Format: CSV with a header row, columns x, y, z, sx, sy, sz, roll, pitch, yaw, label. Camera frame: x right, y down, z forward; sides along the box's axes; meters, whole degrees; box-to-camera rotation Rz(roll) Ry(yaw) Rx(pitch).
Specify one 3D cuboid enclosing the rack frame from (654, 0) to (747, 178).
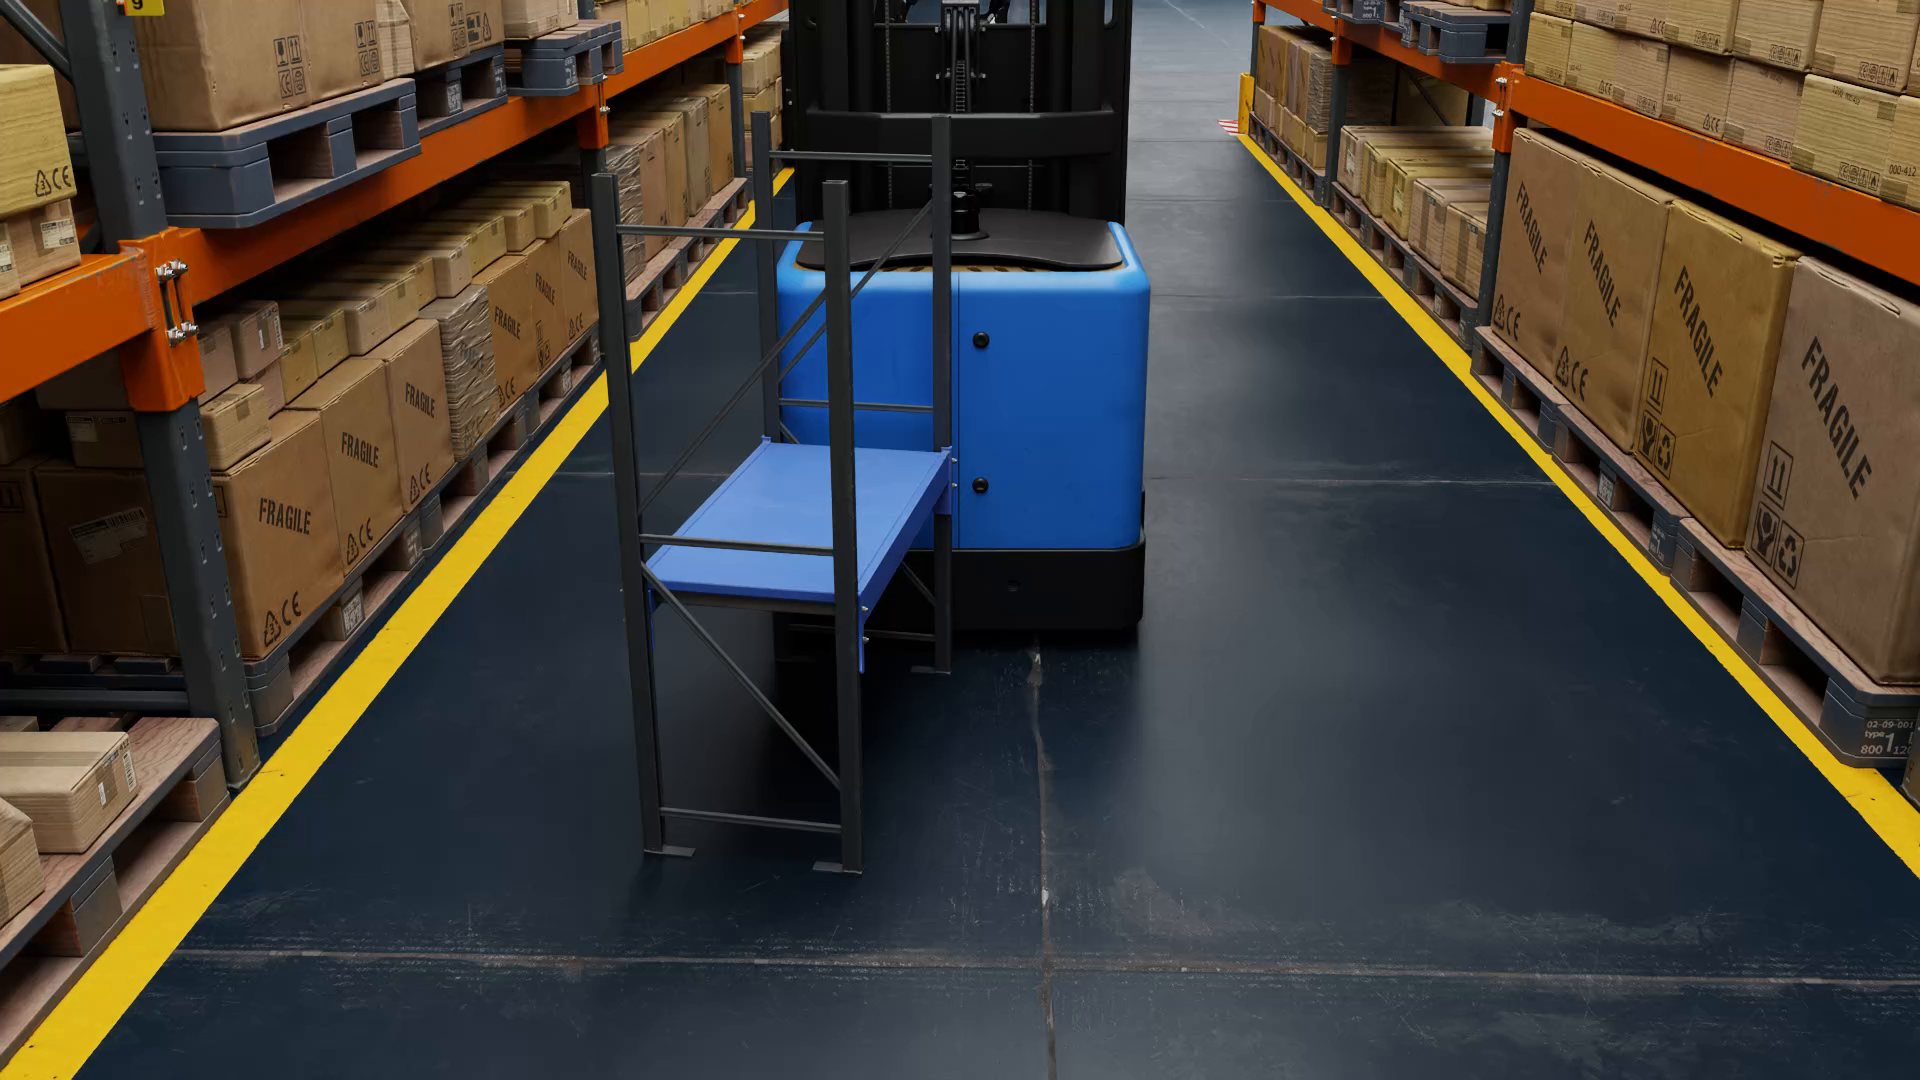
x,y,z,sx,sy,sz,roll,pitch,yaw,label
-1.973,-3.715,10.956,1.000,3.000,0.127,1,21,2,rack frame

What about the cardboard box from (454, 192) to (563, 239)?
x,y,z,sx,sy,sz,roll,pitch,yaw,label
-1.834,-1.321,6.765,0.380,0.149,0.250,0,21,-1,cardboard box

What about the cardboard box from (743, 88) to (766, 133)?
x,y,z,sx,sy,sz,roll,pitch,yaw,label
-1.650,-3.033,11.729,0.500,0.250,0.500,1,21,1,cardboard box

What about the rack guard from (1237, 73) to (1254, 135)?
x,y,z,sx,sy,sz,roll,pitch,yaw,label
3.107,-3.915,14.928,1.175,0.500,0.348,1,21,2,rack guard

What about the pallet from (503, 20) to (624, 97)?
x,y,z,sx,sy,sz,roll,pitch,yaw,label
-2.046,-1.933,6.630,1.213,0.211,1.003,1,21,2,pallet

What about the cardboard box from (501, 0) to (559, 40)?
x,y,z,sx,sy,sz,roll,pitch,yaw,label
-1.804,-2.009,6.188,0.500,0.250,0.500,0,21,-1,cardboard box

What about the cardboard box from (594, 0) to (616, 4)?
x,y,z,sx,sy,sz,roll,pitch,yaw,label
-1.812,-2.589,7.572,0.500,0.250,0.500,1,21,2,cardboard box

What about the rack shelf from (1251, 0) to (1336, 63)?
x,y,z,sx,sy,sz,roll,pitch,yaw,label
3.049,-4.049,12.813,1.077,0.370,4.000,1,21,2,rack shelf

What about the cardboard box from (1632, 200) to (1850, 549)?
x,y,z,sx,sy,sz,roll,pitch,yaw,label
2.703,-0.526,5.095,0.875,0.875,0.875,1,21,3,cardboard box

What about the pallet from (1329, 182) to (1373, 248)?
x,y,z,sx,sy,sz,roll,pitch,yaw,label
2.966,-2.080,10.598,1.003,0.211,1.213,1,21,2,pallet

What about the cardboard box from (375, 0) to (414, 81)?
x,y,z,sx,sy,sz,roll,pitch,yaw,label
-1.791,-1.454,4.734,0.396,0.266,0.258,2,21,4,cardboard box

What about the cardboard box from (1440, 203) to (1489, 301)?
x,y,z,sx,sy,sz,roll,pitch,yaw,label
2.894,-1.390,8.017,0.950,0.372,0.625,-1,21,-2,cardboard box

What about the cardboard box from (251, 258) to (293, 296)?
x,y,z,sx,sy,sz,roll,pitch,yaw,label
-2.459,-0.851,5.554,0.380,0.149,0.250,0,21,-1,cardboard box

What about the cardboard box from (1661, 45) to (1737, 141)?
x,y,z,sx,sy,sz,roll,pitch,yaw,label
2.569,-1.417,5.242,0.500,0.250,0.500,1,21,2,cardboard box

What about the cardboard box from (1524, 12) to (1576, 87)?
x,y,z,sx,sy,sz,roll,pitch,yaw,label
2.600,-1.971,6.670,0.500,0.250,0.500,0,21,1,cardboard box

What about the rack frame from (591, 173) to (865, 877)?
x,y,z,sx,sy,sz,roll,pitch,yaw,label
-0.458,0.014,3.419,0.500,1.500,0.032,4,22,10,rack frame

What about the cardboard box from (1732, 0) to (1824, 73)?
x,y,z,sx,sy,sz,roll,pitch,yaw,label
2.533,-1.462,4.668,0.500,0.250,0.500,1,21,3,cardboard box

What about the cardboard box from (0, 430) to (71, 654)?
x,y,z,sx,sy,sz,roll,pitch,yaw,label
-2.497,-0.034,4.344,0.500,0.500,0.500,1,21,1,cardboard box

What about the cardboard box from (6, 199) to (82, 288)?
x,y,z,sx,sy,sz,roll,pitch,yaw,label
-1.974,-0.587,3.243,0.380,0.149,0.250,1,21,2,cardboard box

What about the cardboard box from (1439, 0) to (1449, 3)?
x,y,z,sx,sy,sz,roll,pitch,yaw,label
2.556,-2.695,8.096,0.380,0.149,0.250,0,21,-1,cardboard box

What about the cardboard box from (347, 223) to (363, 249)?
x,y,z,sx,sy,sz,roll,pitch,yaw,label
-2.486,-1.132,6.279,0.380,0.149,0.250,0,21,-1,cardboard box

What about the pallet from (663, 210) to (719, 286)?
x,y,z,sx,sy,sz,roll,pitch,yaw,label
-1.991,-1.706,9.633,1.003,0.211,1.213,1,21,2,pallet

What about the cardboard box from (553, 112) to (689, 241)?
x,y,z,sx,sy,sz,roll,pitch,yaw,label
-2.030,-2.062,9.400,0.875,0.625,0.625,0,21,-1,cardboard box

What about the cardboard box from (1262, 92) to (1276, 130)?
x,y,z,sx,sy,sz,roll,pitch,yaw,label
2.786,-3.549,13.749,0.500,0.250,0.500,1,21,4,cardboard box

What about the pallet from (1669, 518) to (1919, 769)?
x,y,z,sx,sy,sz,roll,pitch,yaw,label
2.693,0.251,4.590,1.003,0.211,1.213,1,21,2,pallet

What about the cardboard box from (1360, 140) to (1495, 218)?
x,y,z,sx,sy,sz,roll,pitch,yaw,label
2.956,-2.183,10.060,0.950,0.372,0.625,2,21,5,cardboard box

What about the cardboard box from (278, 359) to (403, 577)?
x,y,z,sx,sy,sz,roll,pitch,yaw,label
-1.971,-0.218,4.819,0.500,0.500,0.500,0,21,1,cardboard box

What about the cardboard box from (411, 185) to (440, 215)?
x,y,z,sx,sy,sz,roll,pitch,yaw,label
-2.422,-1.416,7.011,0.380,0.149,0.250,2,21,4,cardboard box

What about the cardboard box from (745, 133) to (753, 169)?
x,y,z,sx,sy,sz,roll,pitch,yaw,label
-1.628,-2.800,11.819,0.500,0.250,0.500,1,21,2,cardboard box

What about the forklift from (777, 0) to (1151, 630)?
x,y,z,sx,sy,sz,roll,pitch,yaw,label
0.002,-1.594,5.586,1.130,2.935,3.031,0,21,0,forklift

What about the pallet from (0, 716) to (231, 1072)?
x,y,z,sx,sy,sz,roll,pitch,yaw,label
-2.239,0.726,3.366,1.003,0.211,1.213,1,21,2,pallet

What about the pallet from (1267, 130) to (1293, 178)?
x,y,z,sx,sy,sz,roll,pitch,yaw,label
3.007,-3.047,13.090,1.003,0.211,1.213,1,21,2,pallet

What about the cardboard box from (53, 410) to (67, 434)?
x,y,z,sx,sy,sz,roll,pitch,yaw,label
-2.491,-0.387,4.357,0.380,0.149,0.250,1,21,2,cardboard box

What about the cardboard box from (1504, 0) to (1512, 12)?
x,y,z,sx,sy,sz,roll,pitch,yaw,label
2.641,-2.415,7.373,0.380,0.149,0.250,1,21,4,cardboard box

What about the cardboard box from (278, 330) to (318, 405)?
x,y,z,sx,sy,sz,roll,pitch,yaw,label
-2.012,-0.476,4.587,0.380,0.149,0.250,0,21,-1,cardboard box

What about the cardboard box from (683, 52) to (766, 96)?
x,y,z,sx,sy,sz,roll,pitch,yaw,label
-1.645,-3.266,11.639,0.500,0.250,0.500,0,21,1,cardboard box

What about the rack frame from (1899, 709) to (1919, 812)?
x,y,z,sx,sy,sz,roll,pitch,yaw,label
2.745,-0.769,3.364,1.000,3.000,0.127,1,21,2,rack frame

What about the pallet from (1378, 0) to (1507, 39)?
x,y,z,sx,sy,sz,roll,pitch,yaw,label
2.886,-2.842,8.972,1.003,0.211,1.213,1,21,2,pallet

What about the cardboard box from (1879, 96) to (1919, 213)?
x,y,z,sx,sy,sz,roll,pitch,yaw,label
2.506,-0.864,3.817,0.500,0.250,0.500,0,21,0,cardboard box

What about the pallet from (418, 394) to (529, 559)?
x,y,z,sx,sy,sz,roll,pitch,yaw,label
-2.196,-0.259,5.905,1.003,0.211,1.213,1,21,2,pallet

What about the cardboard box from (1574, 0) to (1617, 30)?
x,y,z,sx,sy,sz,roll,pitch,yaw,label
2.587,-2.011,6.082,0.500,0.250,0.500,1,21,3,cardboard box

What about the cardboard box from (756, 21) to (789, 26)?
x,y,z,sx,sy,sz,roll,pitch,yaw,label
-1.554,-4.371,14.486,0.500,0.250,0.500,1,21,3,cardboard box

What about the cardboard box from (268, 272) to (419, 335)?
x,y,z,sx,sy,sz,roll,pitch,yaw,label
-1.963,-0.755,5.306,0.380,0.149,0.250,1,21,4,cardboard box

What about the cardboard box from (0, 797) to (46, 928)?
x,y,z,sx,sy,sz,roll,pitch,yaw,label
-1.951,0.590,3.060,0.396,0.266,0.258,1,21,4,cardboard box

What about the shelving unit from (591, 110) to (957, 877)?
x,y,z,sx,sy,sz,roll,pitch,yaw,label
-0.364,-0.166,3.884,0.538,1.500,1.048,4,22,10,shelving unit

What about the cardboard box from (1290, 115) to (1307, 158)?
x,y,z,sx,sy,sz,roll,pitch,yaw,label
2.744,-2.985,12.296,0.500,0.250,0.500,0,21,0,cardboard box

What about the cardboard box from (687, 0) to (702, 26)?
x,y,z,sx,sy,sz,roll,pitch,yaw,label
-1.783,-3.099,9.576,0.500,0.250,0.500,1,21,2,cardboard box

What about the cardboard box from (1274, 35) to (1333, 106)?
x,y,z,sx,sy,sz,roll,pitch,yaw,label
2.774,-3.704,13.112,0.500,0.500,0.500,1,21,3,cardboard box

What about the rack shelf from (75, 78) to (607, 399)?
x,y,z,sx,sy,sz,roll,pitch,yaw,label
-2.156,-1.210,5.495,1.077,0.370,4.000,1,21,2,rack shelf

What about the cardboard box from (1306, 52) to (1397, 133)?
x,y,z,sx,sy,sz,roll,pitch,yaw,label
2.738,-3.142,11.664,0.500,0.500,0.500,0,21,1,cardboard box

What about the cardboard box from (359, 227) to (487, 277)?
x,y,z,sx,sy,sz,roll,pitch,yaw,label
-1.947,-1.041,6.044,0.380,0.149,0.250,0,21,1,cardboard box

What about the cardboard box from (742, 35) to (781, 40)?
x,y,z,sx,sy,sz,roll,pitch,yaw,label
-1.592,-3.821,13.068,0.500,0.250,0.500,0,21,1,cardboard box

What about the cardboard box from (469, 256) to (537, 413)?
x,y,z,sx,sy,sz,roll,pitch,yaw,label
-1.932,-0.774,6.251,0.500,0.500,0.500,2,21,4,cardboard box

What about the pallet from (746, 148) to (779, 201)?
x,y,z,sx,sy,sz,roll,pitch,yaw,label
-1.907,-2.702,12.201,1.003,0.211,1.213,1,21,2,pallet

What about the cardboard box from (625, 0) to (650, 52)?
x,y,z,sx,sy,sz,roll,pitch,yaw,label
-1.817,-2.538,8.131,0.500,0.250,0.500,0,21,0,cardboard box
